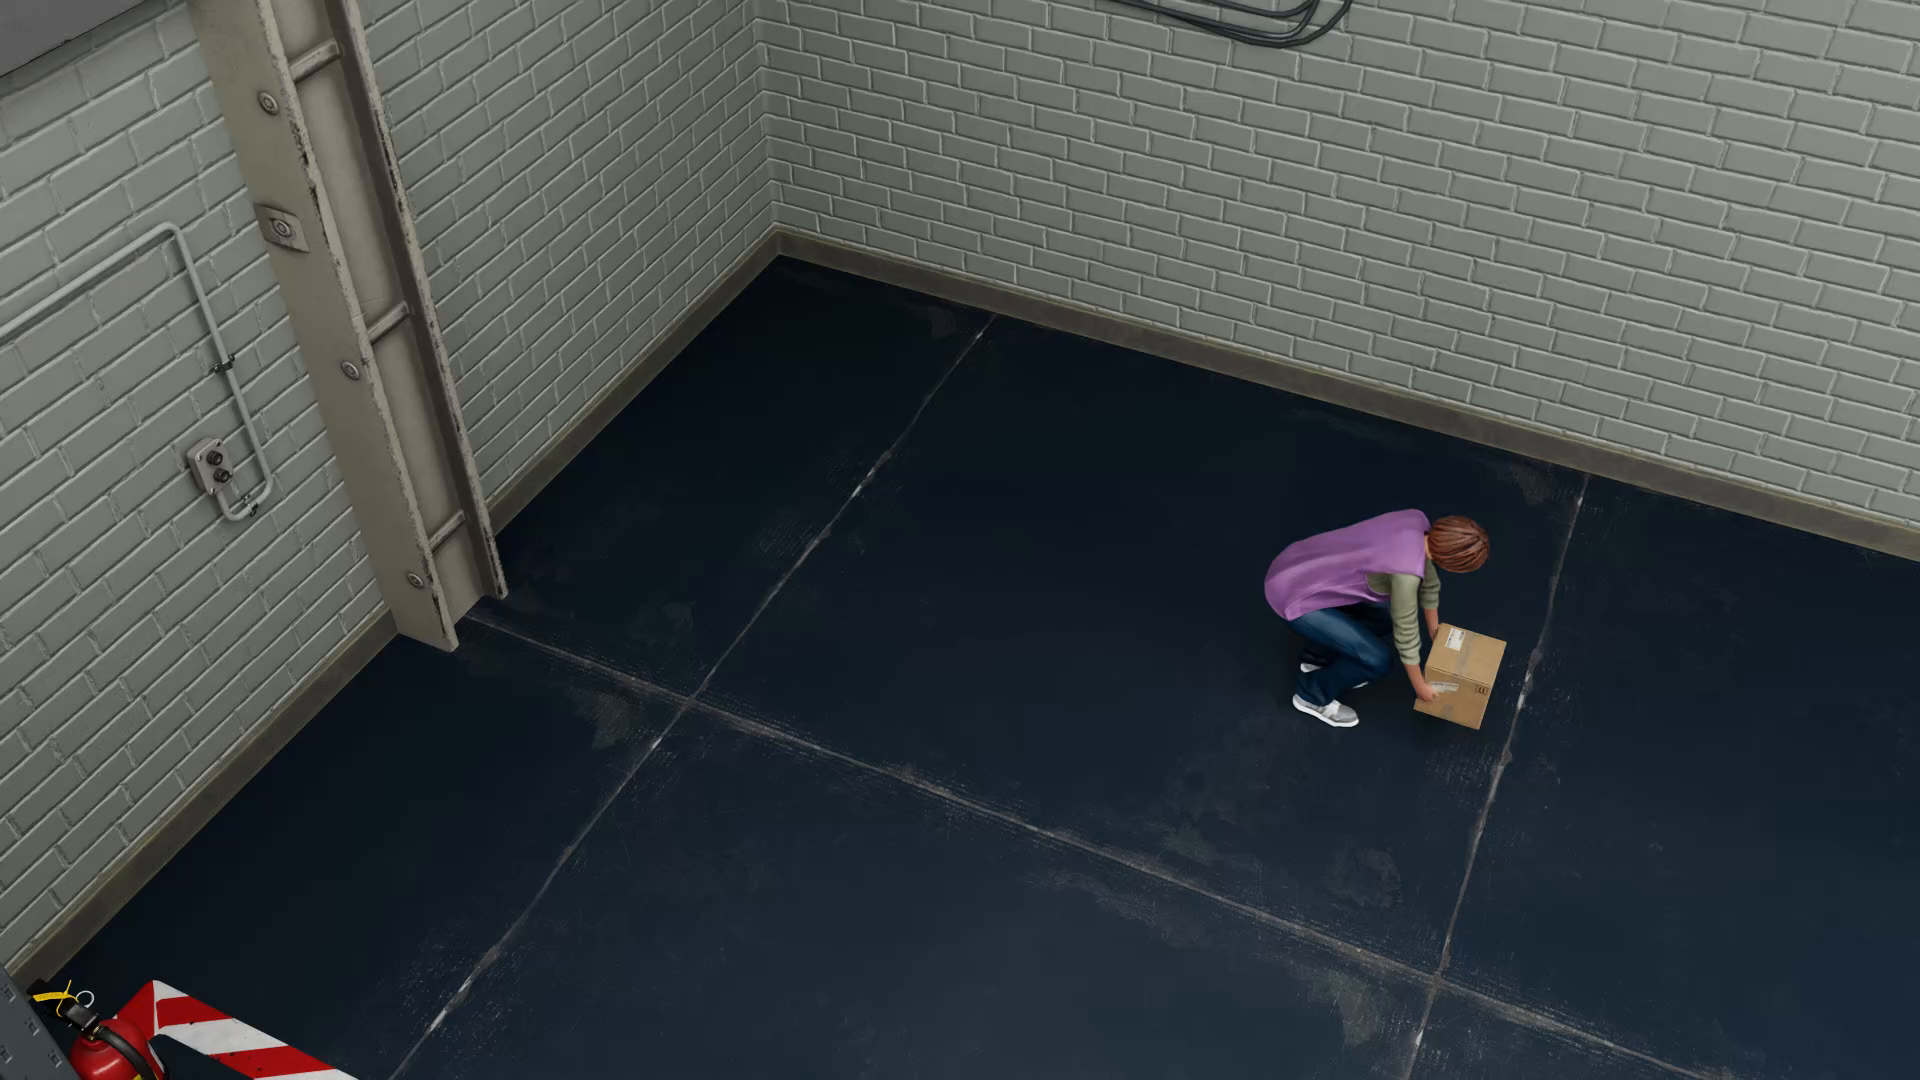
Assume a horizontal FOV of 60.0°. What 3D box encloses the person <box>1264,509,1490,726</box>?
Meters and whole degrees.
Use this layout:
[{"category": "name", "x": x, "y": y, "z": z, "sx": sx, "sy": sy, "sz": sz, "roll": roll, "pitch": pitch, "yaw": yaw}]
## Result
[{"category": "person", "x": 1.540, "y": 0.254, "z": 6.332, "sx": 0.761, "sy": 1.003, "sz": 0.453, "roll": 17, "pitch": 45, "yaw": 18}]
